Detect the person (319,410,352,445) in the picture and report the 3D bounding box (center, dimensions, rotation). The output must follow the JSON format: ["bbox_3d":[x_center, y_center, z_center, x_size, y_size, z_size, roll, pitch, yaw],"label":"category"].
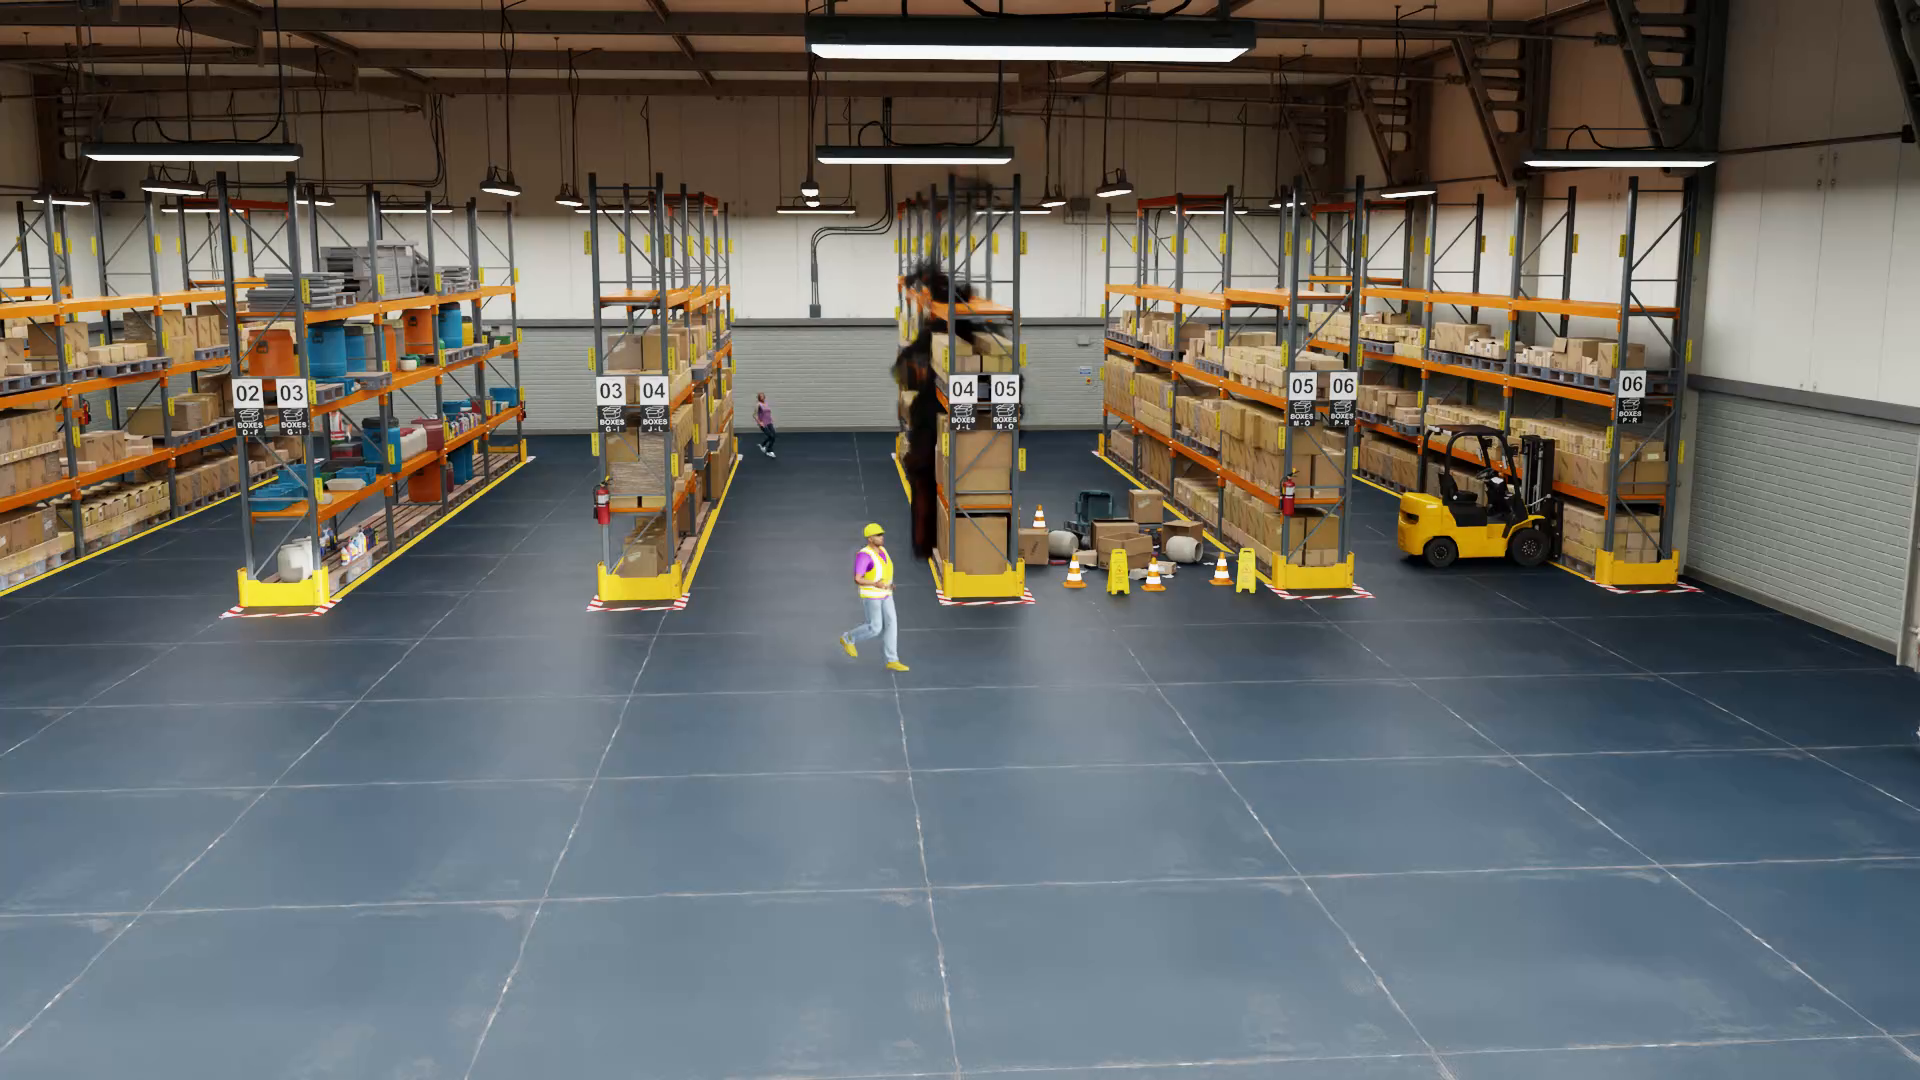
[{"bbox_3d":[-13.467,-2.147,35.818,0.649,1.744,0.578,-1,10,-8],"label":"person"}]

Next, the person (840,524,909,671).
[{"bbox_3d":[-1.009,0.670,19.826,0.923,1.752,0.699,6,12,30],"label":"person"}]

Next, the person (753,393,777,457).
[{"bbox_3d":[-4.671,-2.767,40.052,0.450,1.539,0.597,7,12,36],"label":"person"}]

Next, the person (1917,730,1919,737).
[{"bbox_3d":[9.616,1.386,16.033,0.583,1.704,0.774,-5,11,-26],"label":"person"}]
